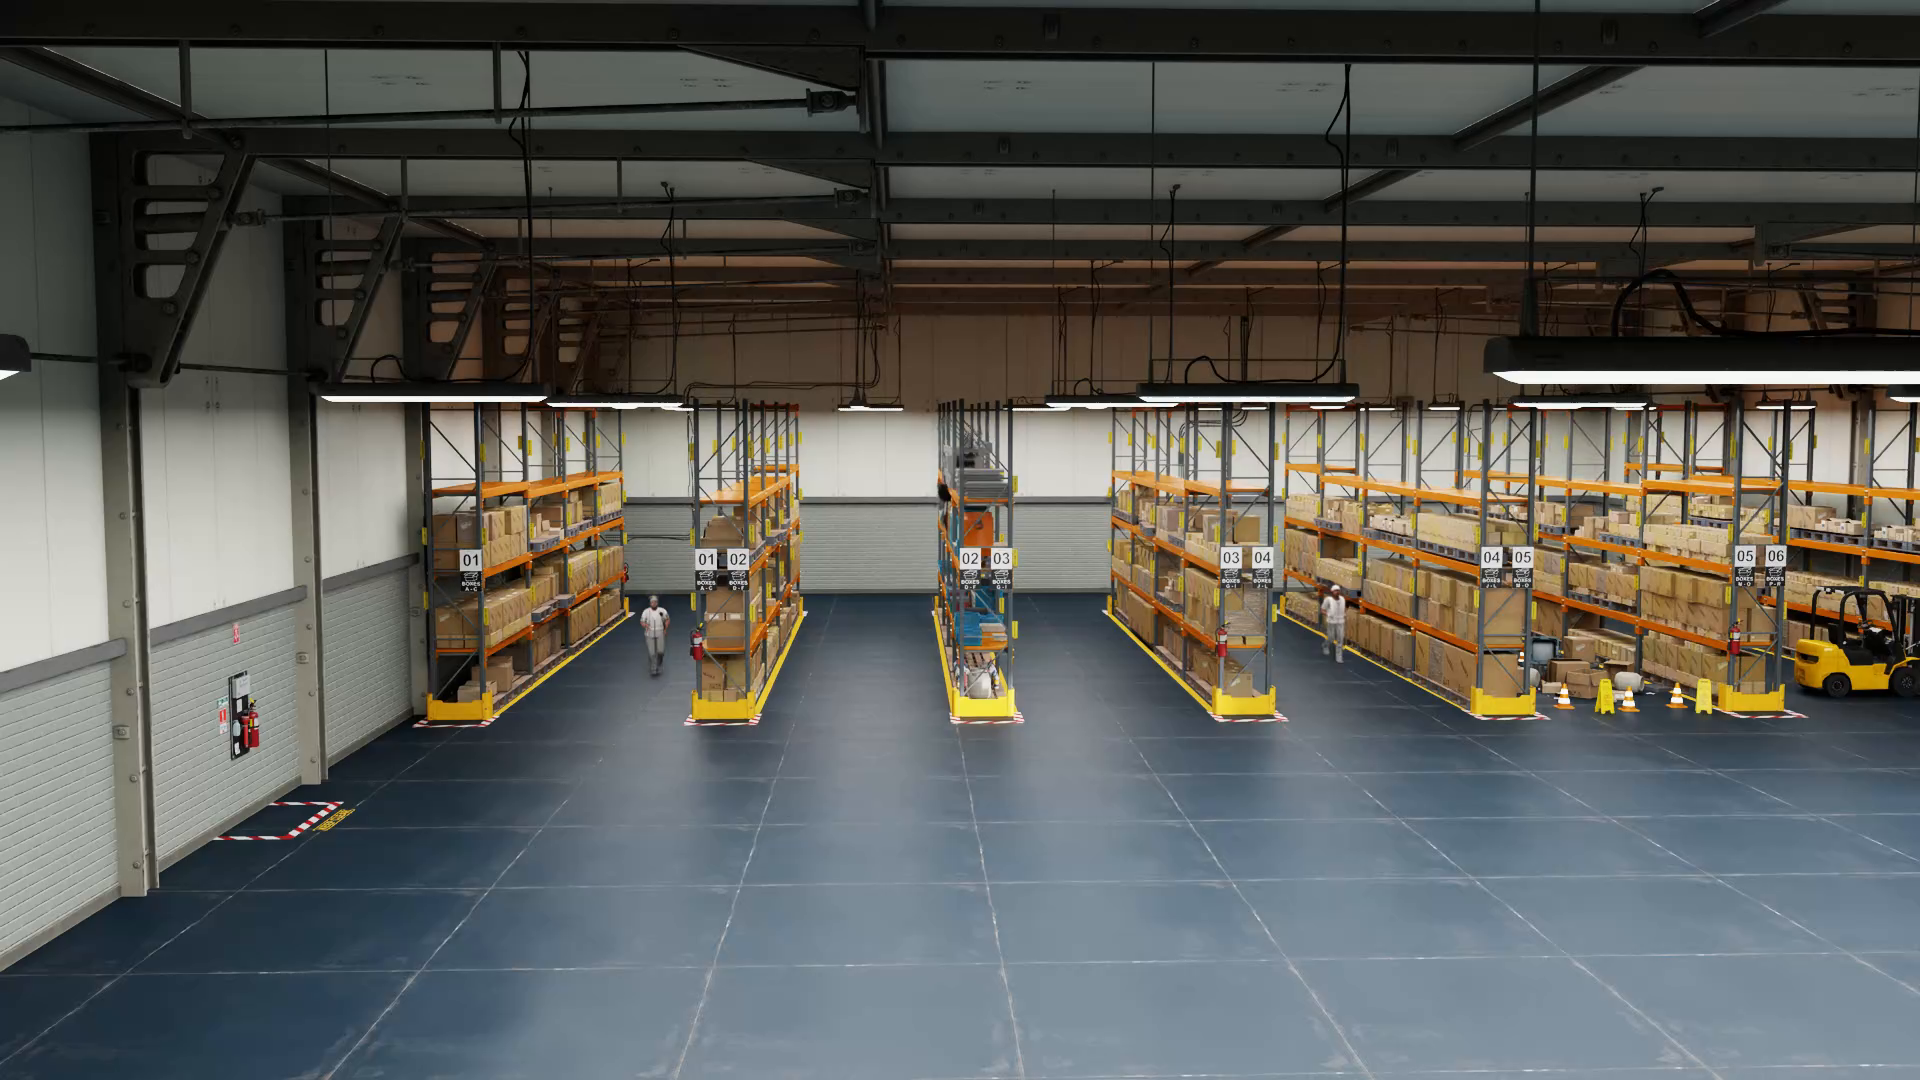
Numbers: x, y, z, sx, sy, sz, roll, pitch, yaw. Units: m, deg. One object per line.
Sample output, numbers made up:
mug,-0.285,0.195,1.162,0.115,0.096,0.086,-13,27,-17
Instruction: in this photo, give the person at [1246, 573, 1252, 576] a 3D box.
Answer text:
person,8.058,1.376,46.862,0.635,1.652,0.843,1,4,10

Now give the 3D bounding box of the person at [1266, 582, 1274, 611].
person,8.207,1.451,45.105,0.605,1.654,0.942,0,4,-5

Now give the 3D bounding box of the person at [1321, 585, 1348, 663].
person,8.658,1.915,38.383,0.686,1.765,0.953,-1,4,-10

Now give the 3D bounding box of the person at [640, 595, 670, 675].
person,-6.659,2.089,36.350,0.640,1.760,0.645,-1,4,-11
